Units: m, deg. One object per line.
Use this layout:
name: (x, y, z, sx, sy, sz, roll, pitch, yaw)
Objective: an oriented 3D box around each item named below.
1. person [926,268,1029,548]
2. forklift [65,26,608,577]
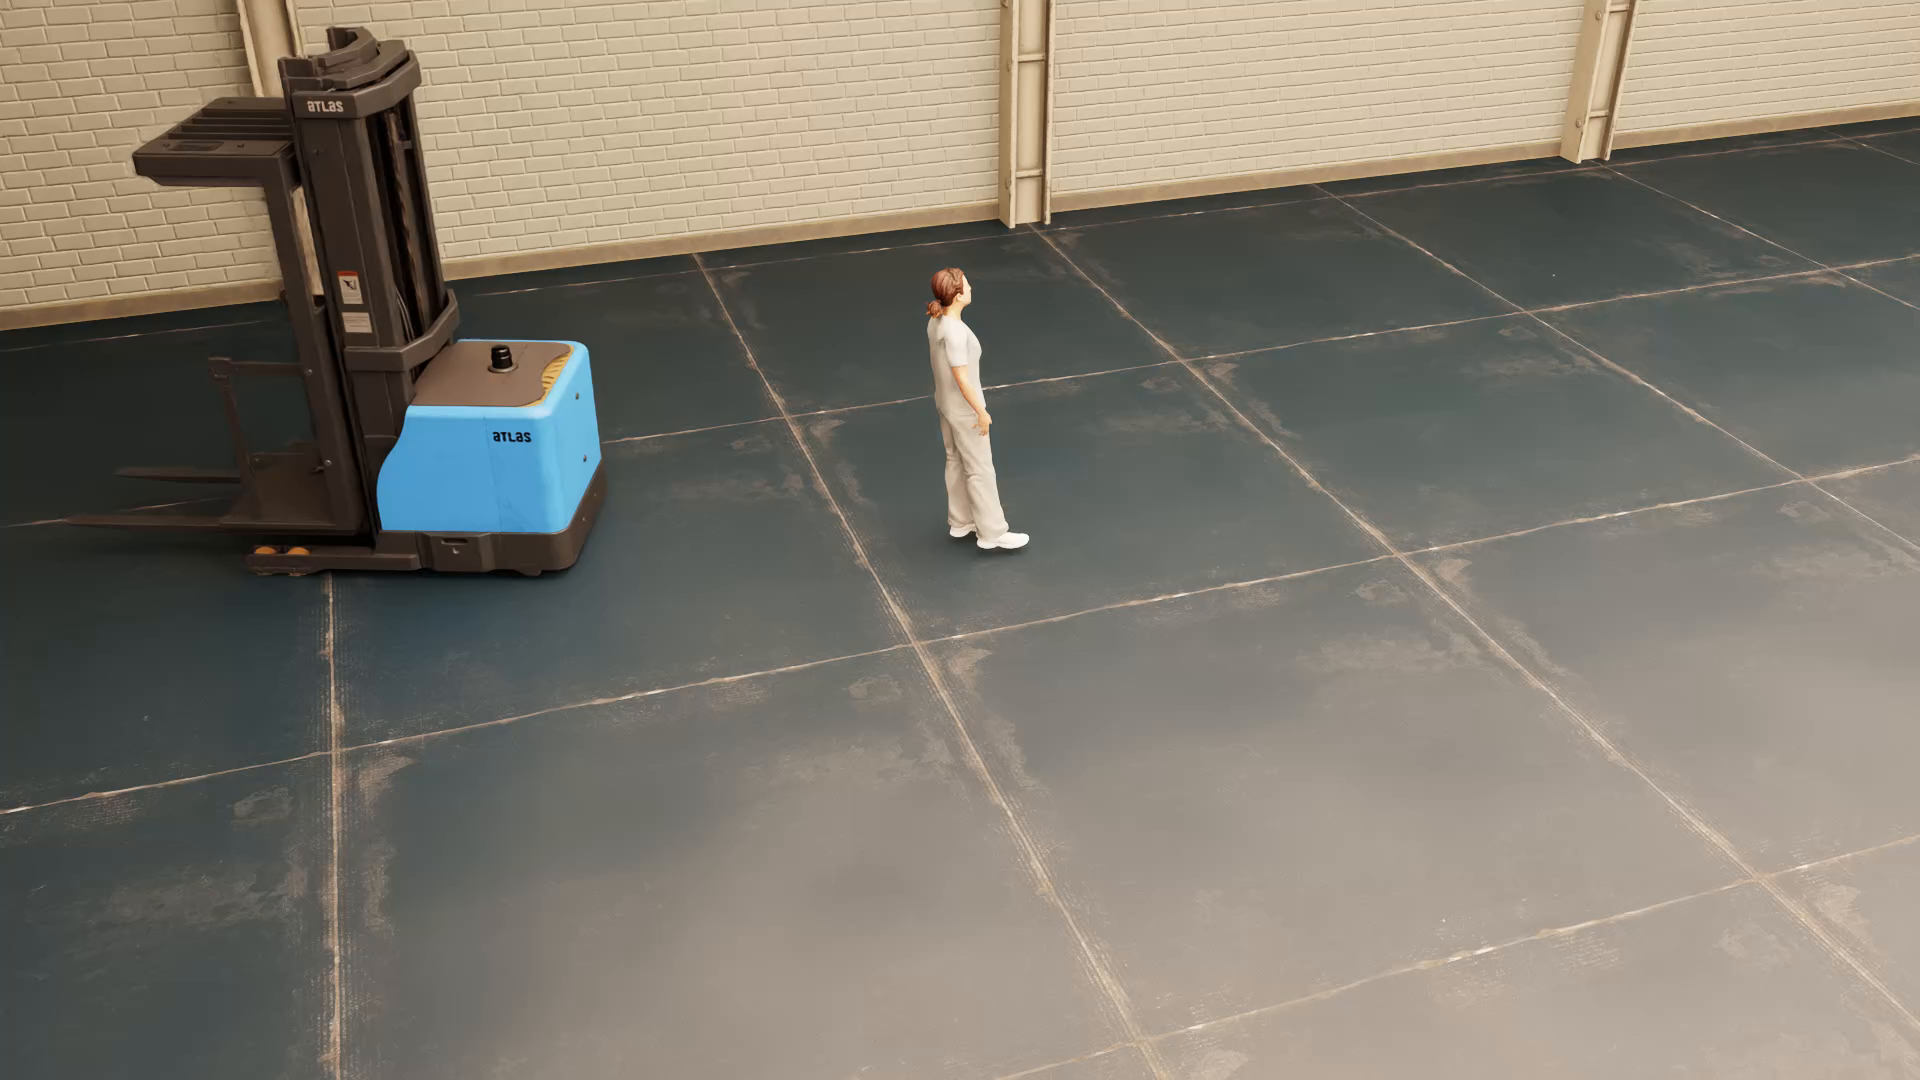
person: (0.074, -0.773, 9.593, 0.549, 1.675, 0.549, -10, 31, -16)
forklift: (-3.734, -1.320, 9.381, 3.031, 2.935, 1.130, 1, 30, 2)
